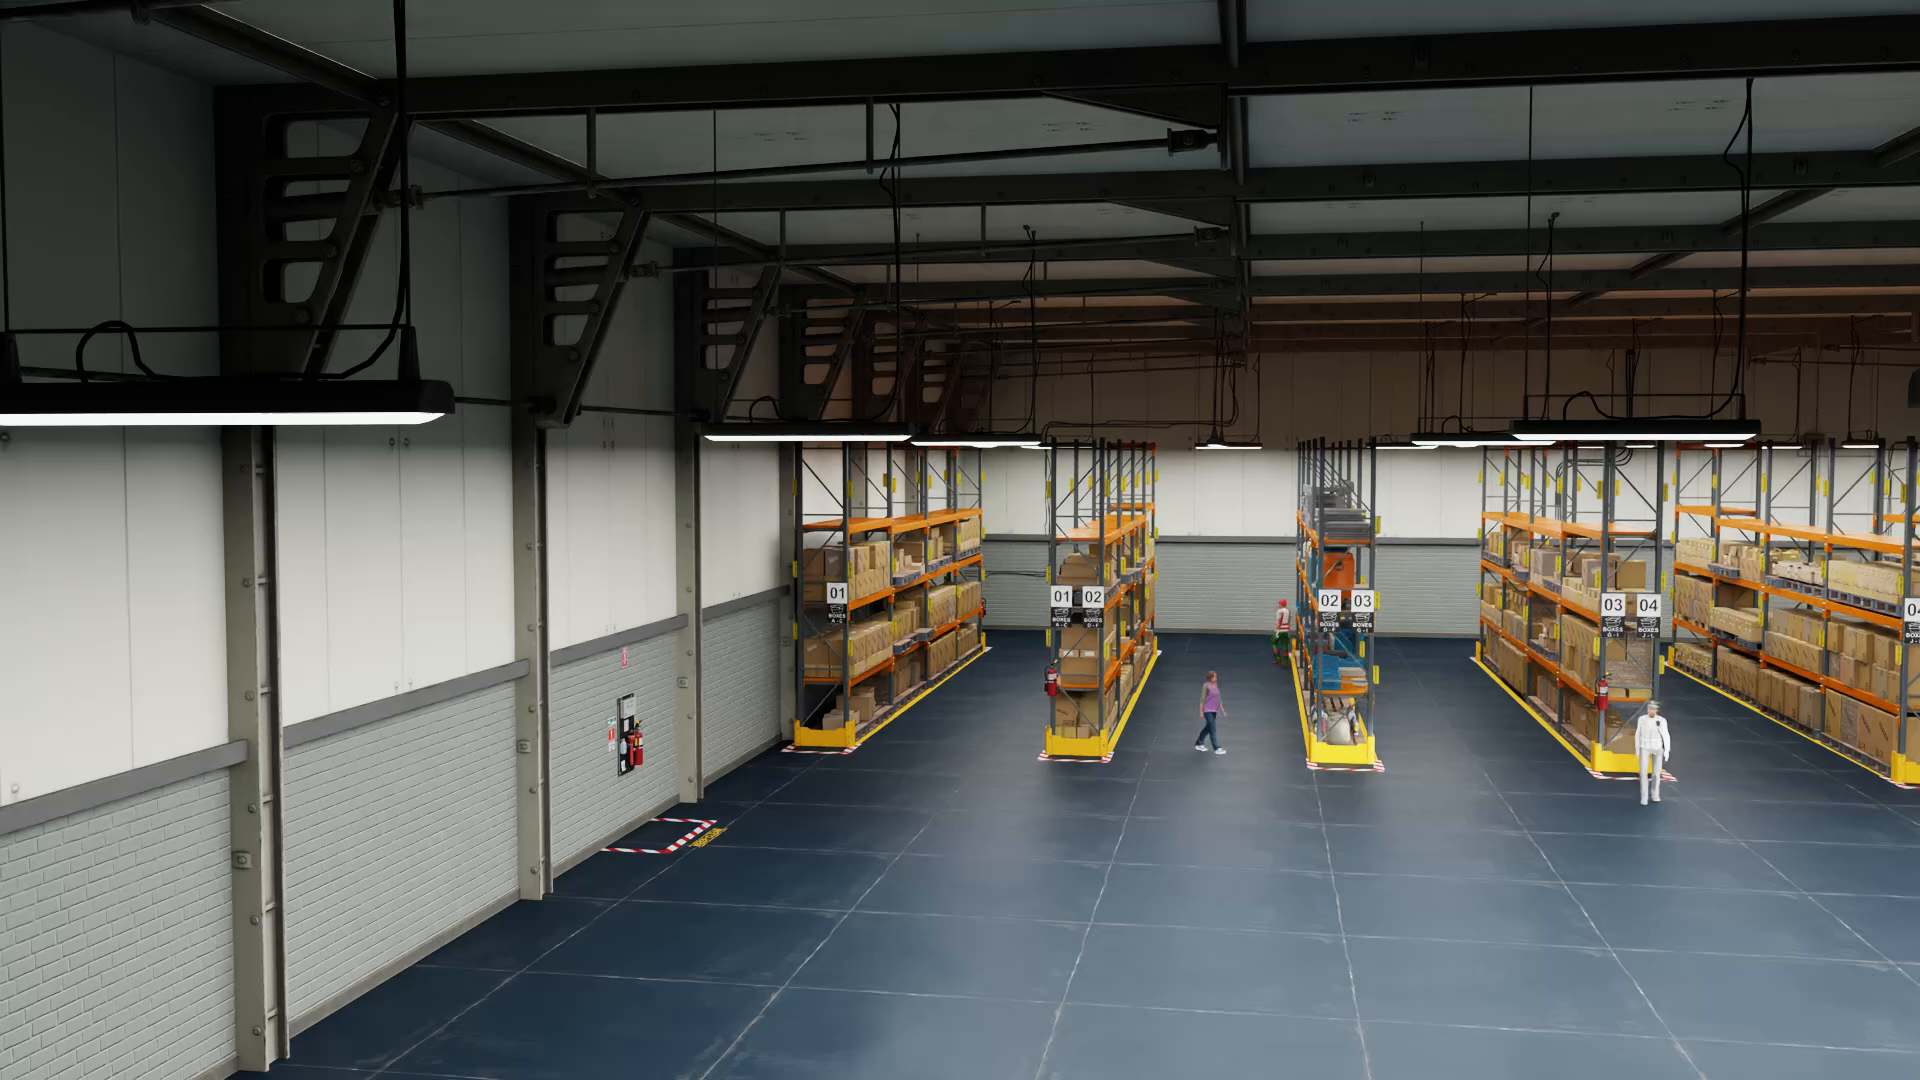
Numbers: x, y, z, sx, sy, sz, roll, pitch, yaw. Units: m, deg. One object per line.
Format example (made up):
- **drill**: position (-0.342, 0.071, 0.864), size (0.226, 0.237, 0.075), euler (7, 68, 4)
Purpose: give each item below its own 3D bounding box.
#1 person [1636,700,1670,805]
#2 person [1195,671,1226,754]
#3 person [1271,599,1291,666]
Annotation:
- **person**: position (11.297, 3.471, 27.131), size (0.537, 1.735, 0.508), euler (2, 3, 27)
- **person**: position (4.792, 3.273, 31.528), size (0.837, 1.536, 0.470), euler (3, 4, 42)
- **person**: position (8.643, 2.472, 44.498), size (0.523, 1.783, 0.537), euler (-1, 3, -13)
